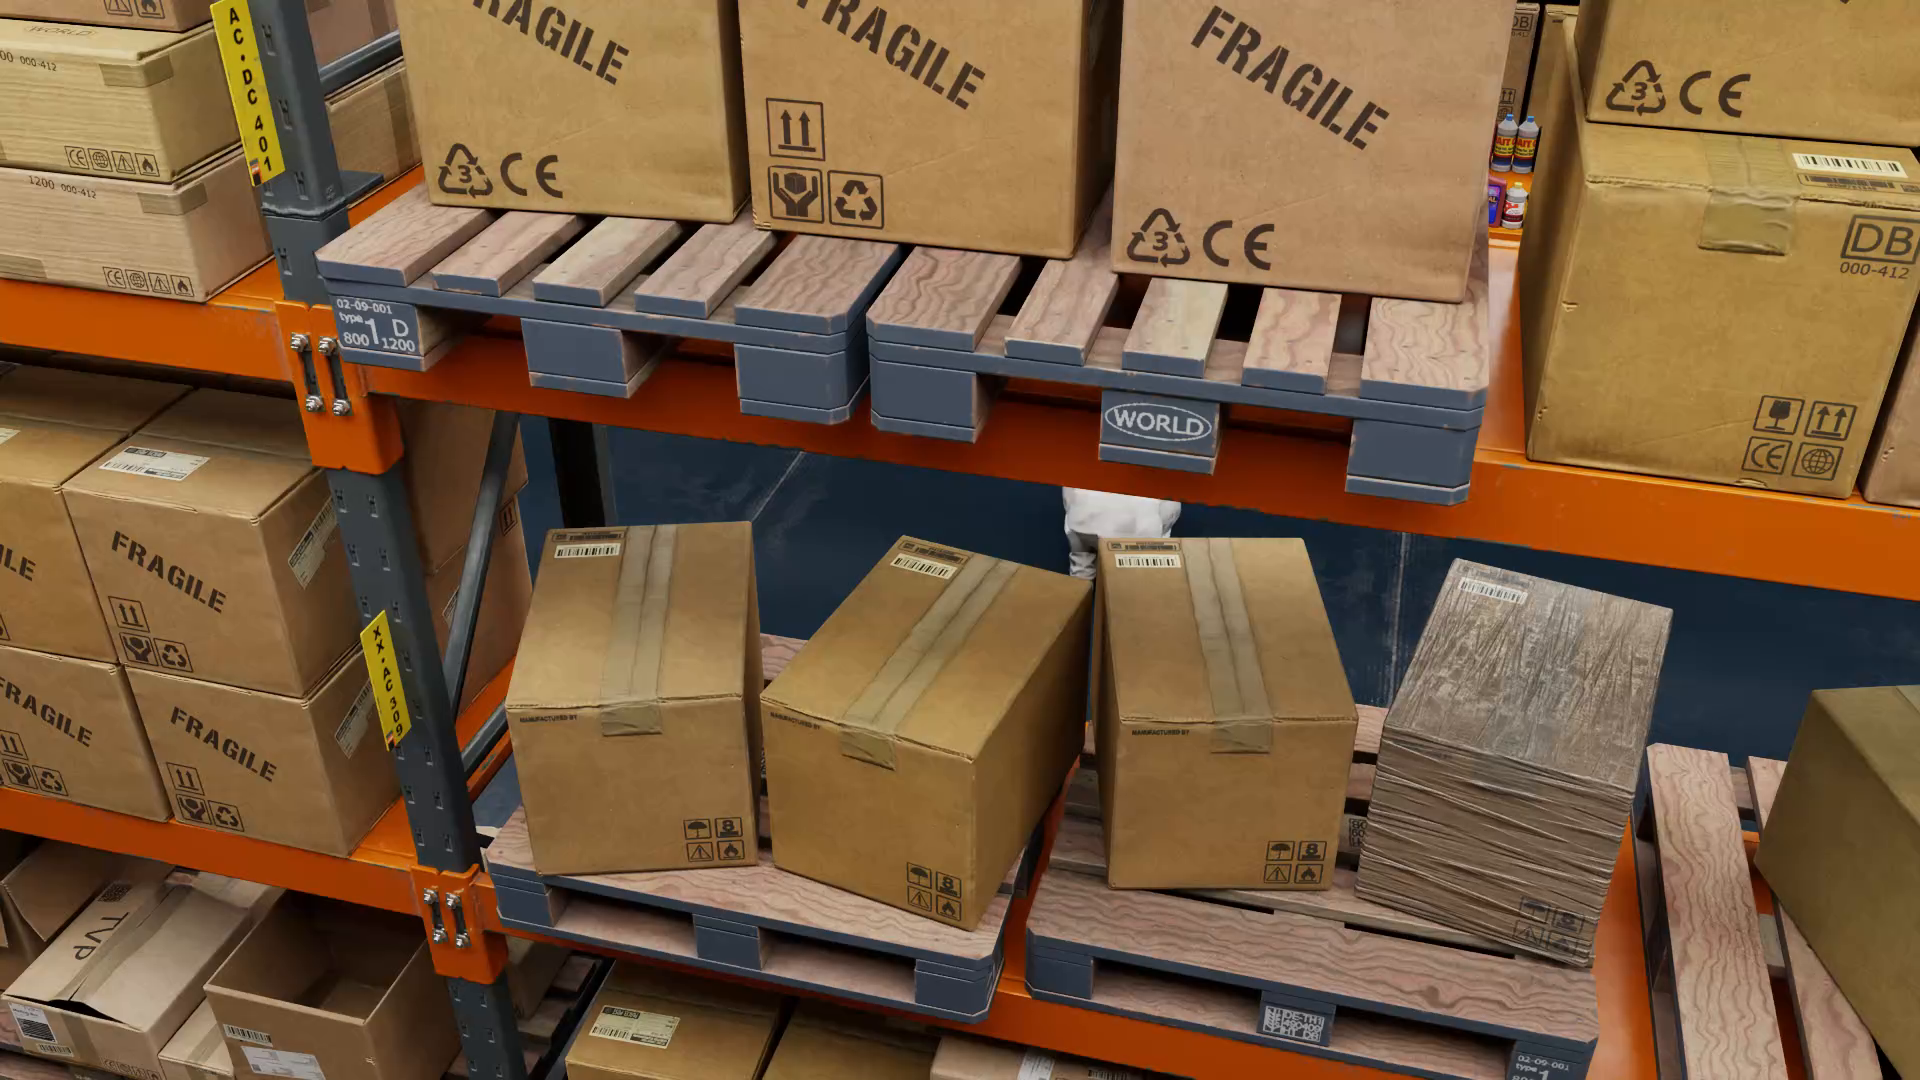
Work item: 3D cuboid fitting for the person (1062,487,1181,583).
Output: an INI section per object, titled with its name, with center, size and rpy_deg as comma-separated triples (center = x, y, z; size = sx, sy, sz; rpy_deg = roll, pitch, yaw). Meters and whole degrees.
[person]
center = 0.706, -0.295, 7.322
size = 0.552, 0.998, 0.881
rpy_deg = 8, 33, 12
